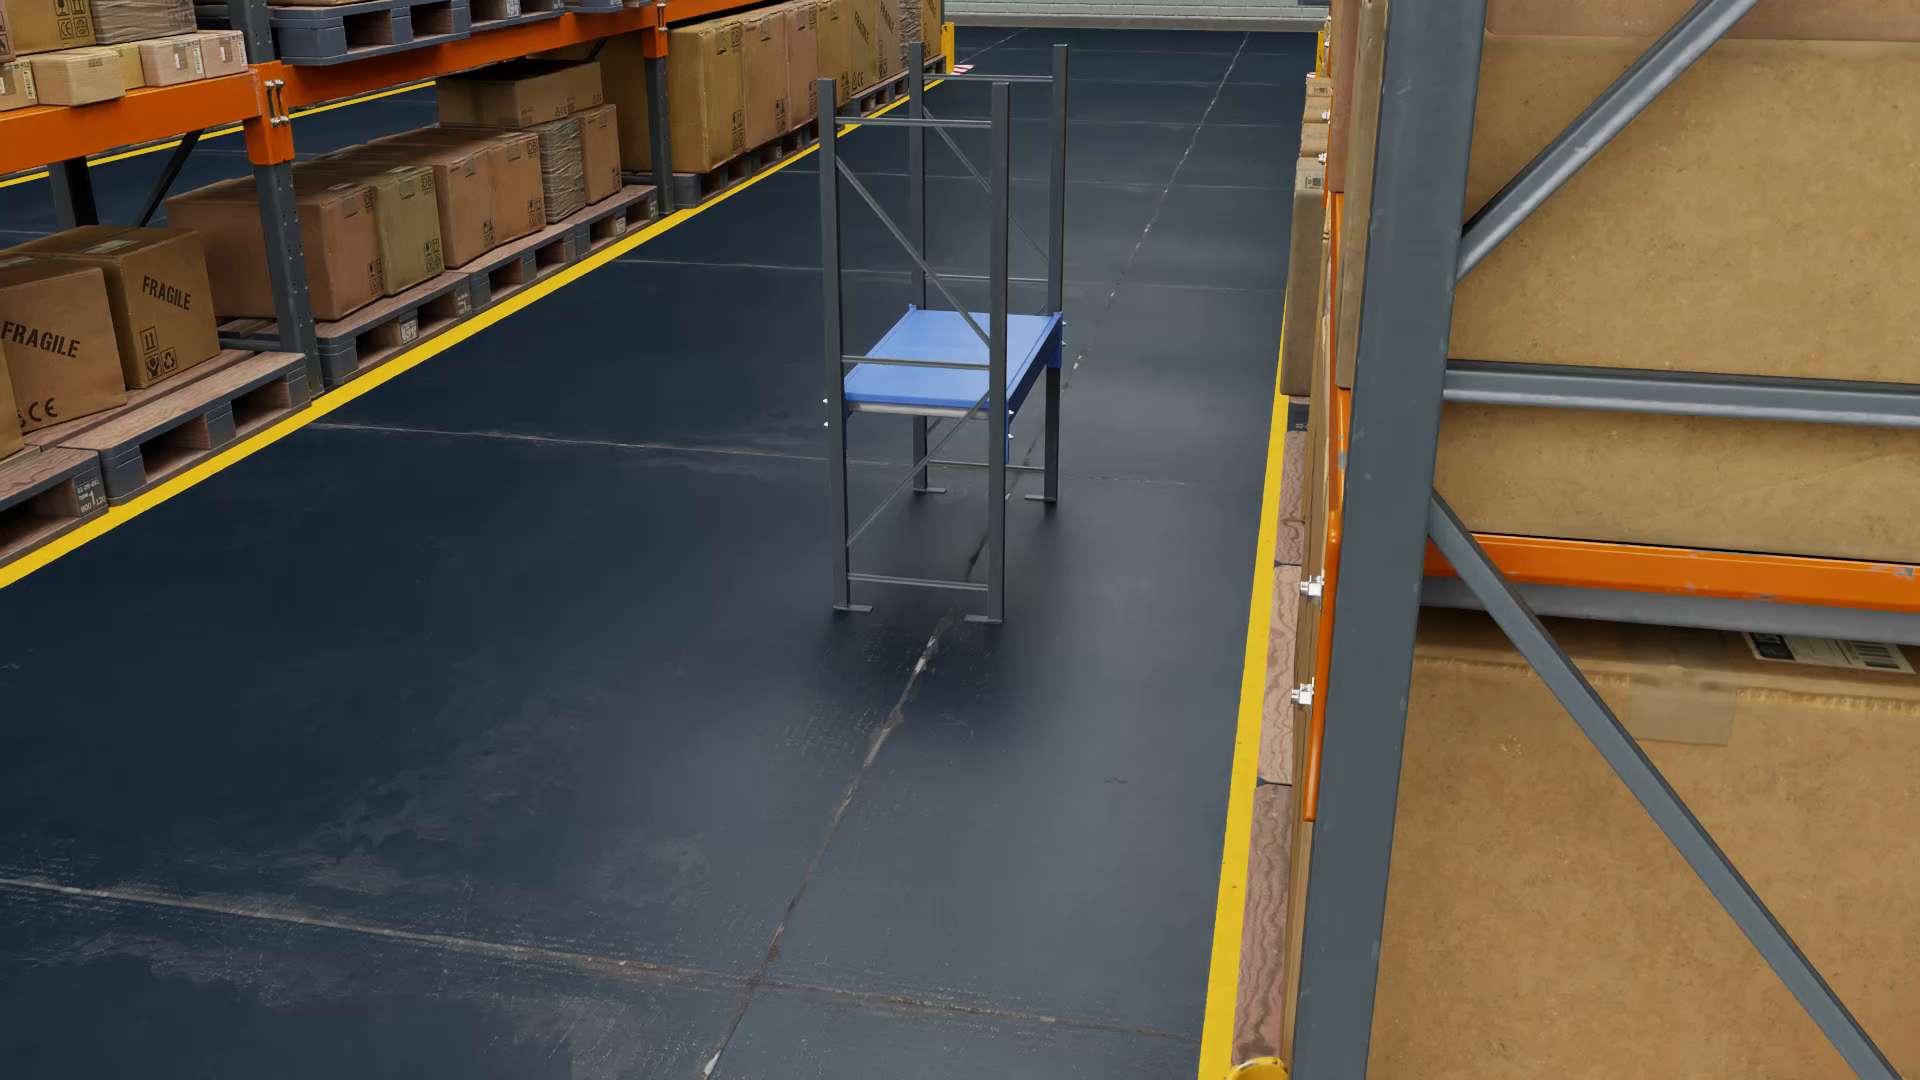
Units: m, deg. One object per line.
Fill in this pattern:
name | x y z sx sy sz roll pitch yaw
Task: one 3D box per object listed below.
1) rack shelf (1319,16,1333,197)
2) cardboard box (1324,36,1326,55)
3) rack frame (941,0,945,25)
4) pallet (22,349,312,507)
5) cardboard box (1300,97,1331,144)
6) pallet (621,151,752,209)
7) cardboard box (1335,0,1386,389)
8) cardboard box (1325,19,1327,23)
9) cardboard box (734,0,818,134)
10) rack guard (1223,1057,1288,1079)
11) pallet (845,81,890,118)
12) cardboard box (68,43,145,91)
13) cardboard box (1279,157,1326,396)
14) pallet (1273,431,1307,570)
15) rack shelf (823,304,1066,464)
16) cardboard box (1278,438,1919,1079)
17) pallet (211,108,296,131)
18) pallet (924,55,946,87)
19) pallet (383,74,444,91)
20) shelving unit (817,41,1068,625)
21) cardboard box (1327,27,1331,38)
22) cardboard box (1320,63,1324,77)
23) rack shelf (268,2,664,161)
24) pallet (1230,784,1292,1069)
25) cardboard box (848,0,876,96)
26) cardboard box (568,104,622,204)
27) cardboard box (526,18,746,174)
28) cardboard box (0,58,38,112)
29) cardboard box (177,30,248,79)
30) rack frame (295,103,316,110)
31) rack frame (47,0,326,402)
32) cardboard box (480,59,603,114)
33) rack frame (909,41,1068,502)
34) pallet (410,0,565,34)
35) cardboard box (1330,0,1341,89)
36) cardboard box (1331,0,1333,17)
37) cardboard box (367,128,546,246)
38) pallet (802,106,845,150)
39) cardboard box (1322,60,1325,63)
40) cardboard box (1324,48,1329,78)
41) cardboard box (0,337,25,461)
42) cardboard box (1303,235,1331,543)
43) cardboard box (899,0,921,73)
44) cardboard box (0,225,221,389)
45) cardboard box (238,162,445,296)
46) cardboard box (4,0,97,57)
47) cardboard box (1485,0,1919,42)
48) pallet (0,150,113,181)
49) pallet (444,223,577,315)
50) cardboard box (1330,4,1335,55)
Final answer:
rack shelf | 2.131 -1.989 7.241 1.077 0.370 4.000 4 22 11
cardboard box | 3.367 -4.298 14.469 0.380 0.149 0.250 4 22 9
rack frame | -0.664 -6.395 17.218 1.000 3.000 0.127 4 22 11
pallet | -3.215 -0.465 6.225 1.003 0.211 1.213 4 22 11
cardboard box | 2.151 -1.670 7.934 1.050 0.750 0.750 5 22 12
pallet | -2.062 -2.459 11.176 1.003 0.211 1.213 4 22 11
cardboard box | 1.028 -0.540 2.479 0.875 0.550 0.550 4 22 11
cardboard box | 3.732 -4.963 16.119 0.380 0.149 0.250 3 22 8
cardboard box | -1.773 -3.579 12.508 1.225 0.875 0.875 4 22 9
rack guard | 0.901 1.040 2.103 1.175 0.500 0.348 4 22 11
pallet | -1.248 -3.911 14.782 1.003 0.211 1.213 4 22 11
cardboard box | -3.039 -1.612 5.676 0.380 0.149 0.250 4 22 11
cardboard box | 1.761 -0.977 6.213 1.050 0.750 0.750 4 22 11
pallet | 1.491 -0.026 5.136 1.003 0.211 1.213 4 22 11
rack shelf | -0.017 -0.498 5.063 0.538 0.185 1.000 4 22 11
cardboard box | 0.980 0.409 2.605 0.875 0.875 0.875 5 22 11
pallet | -6.527 -3.738 14.351 1.003 0.211 1.213 4 22 11
pallet | -0.751 -4.803 16.998 1.003 0.211 1.213 4 22 11
pallet | -5.970 -4.736 16.830 1.003 0.211 1.213 4 22 11
shelving unit | -0.017 -0.664 4.996 0.538 1.500 1.048 4 22 11
cardboard box | 2.839 -3.456 11.698 0.500 0.250 0.500 5 22 12
cardboard box | 3.188 -3.866 13.795 0.380 0.149 0.250 4 22 9
rack shelf | -2.704 -2.404 8.272 1.077 0.370 4.000 4 22 11
pallet | 0.993 0.866 2.920 1.003 0.211 1.213 4 22 11
cardboard box | -1.267 -4.377 14.488 0.875 0.875 0.875 4 22 11
cardboard box | -2.414 -2.268 9.726 0.700 0.500 0.500 3 22 8
cardboard box | -2.135 -2.930 10.895 1.225 0.875 0.875 3 22 8
cardboard box | -3.161 -1.430 5.226 0.380 0.149 0.250 4 22 11
cardboard box | -2.869 -1.789 6.117 0.380 0.149 0.250 4 22 11
rack frame | -6.329 -5.310 14.523 1.000 3.000 0.127 4 22 11
rack frame | -3.113 -2.007 6.321 1.000 3.000 0.127 4 22 11
cardboard box | -2.404 -2.615 9.584 0.500 0.250 0.500 5 23 13
rack frame | 0.086 -0.850 5.458 0.500 1.500 0.032 4 22 11
pallet | -2.660 -2.654 8.184 1.003 0.211 1.213 4 22 11
cardboard box | 1.567 -1.849 5.796 0.500 0.500 0.500 4 22 11
cardboard box | 2.082 -2.771 8.085 0.500 0.500 0.500 4 22 10
cardboard box | -2.623 -1.856 8.704 0.700 0.500 0.500 6 23 15
pallet | -1.564 -3.351 13.392 1.003 0.211 1.213 4 22 11
cardboard box | 3.574 -4.407 15.535 0.380 0.149 0.250 5 22 12
cardboard box | 2.514 -2.893 10.302 0.500 0.250 0.500 5 22 12
cardboard box | -3.393 -0.456 5.254 0.500 0.500 0.500 2 22 6
cardboard box | 1.345 -0.246 4.232 0.875 0.875 0.875 5 22 11
cardboard box | -0.902 -5.032 16.114 0.875 0.875 0.875 4 22 11
cardboard box | -3.233 -0.899 6.354 0.500 0.500 0.500 4 22 9
cardboard box | -2.850 -1.447 7.689 0.700 0.500 0.500 4 22 11
cardboard box | -3.401 -1.851 5.402 0.875 0.500 0.500 4 22 11
cardboard box | 1.020 -0.832 1.758 0.875 0.550 0.550 4 22 11
pallet | -7.025 -2.845 12.136 1.003 0.211 1.213 4 22 11
pallet | -2.708 -1.446 8.660 1.003 0.211 1.213 4 22 11
cardboard box | 1.773 -2.219 6.714 0.500 0.500 0.500 5 22 11
